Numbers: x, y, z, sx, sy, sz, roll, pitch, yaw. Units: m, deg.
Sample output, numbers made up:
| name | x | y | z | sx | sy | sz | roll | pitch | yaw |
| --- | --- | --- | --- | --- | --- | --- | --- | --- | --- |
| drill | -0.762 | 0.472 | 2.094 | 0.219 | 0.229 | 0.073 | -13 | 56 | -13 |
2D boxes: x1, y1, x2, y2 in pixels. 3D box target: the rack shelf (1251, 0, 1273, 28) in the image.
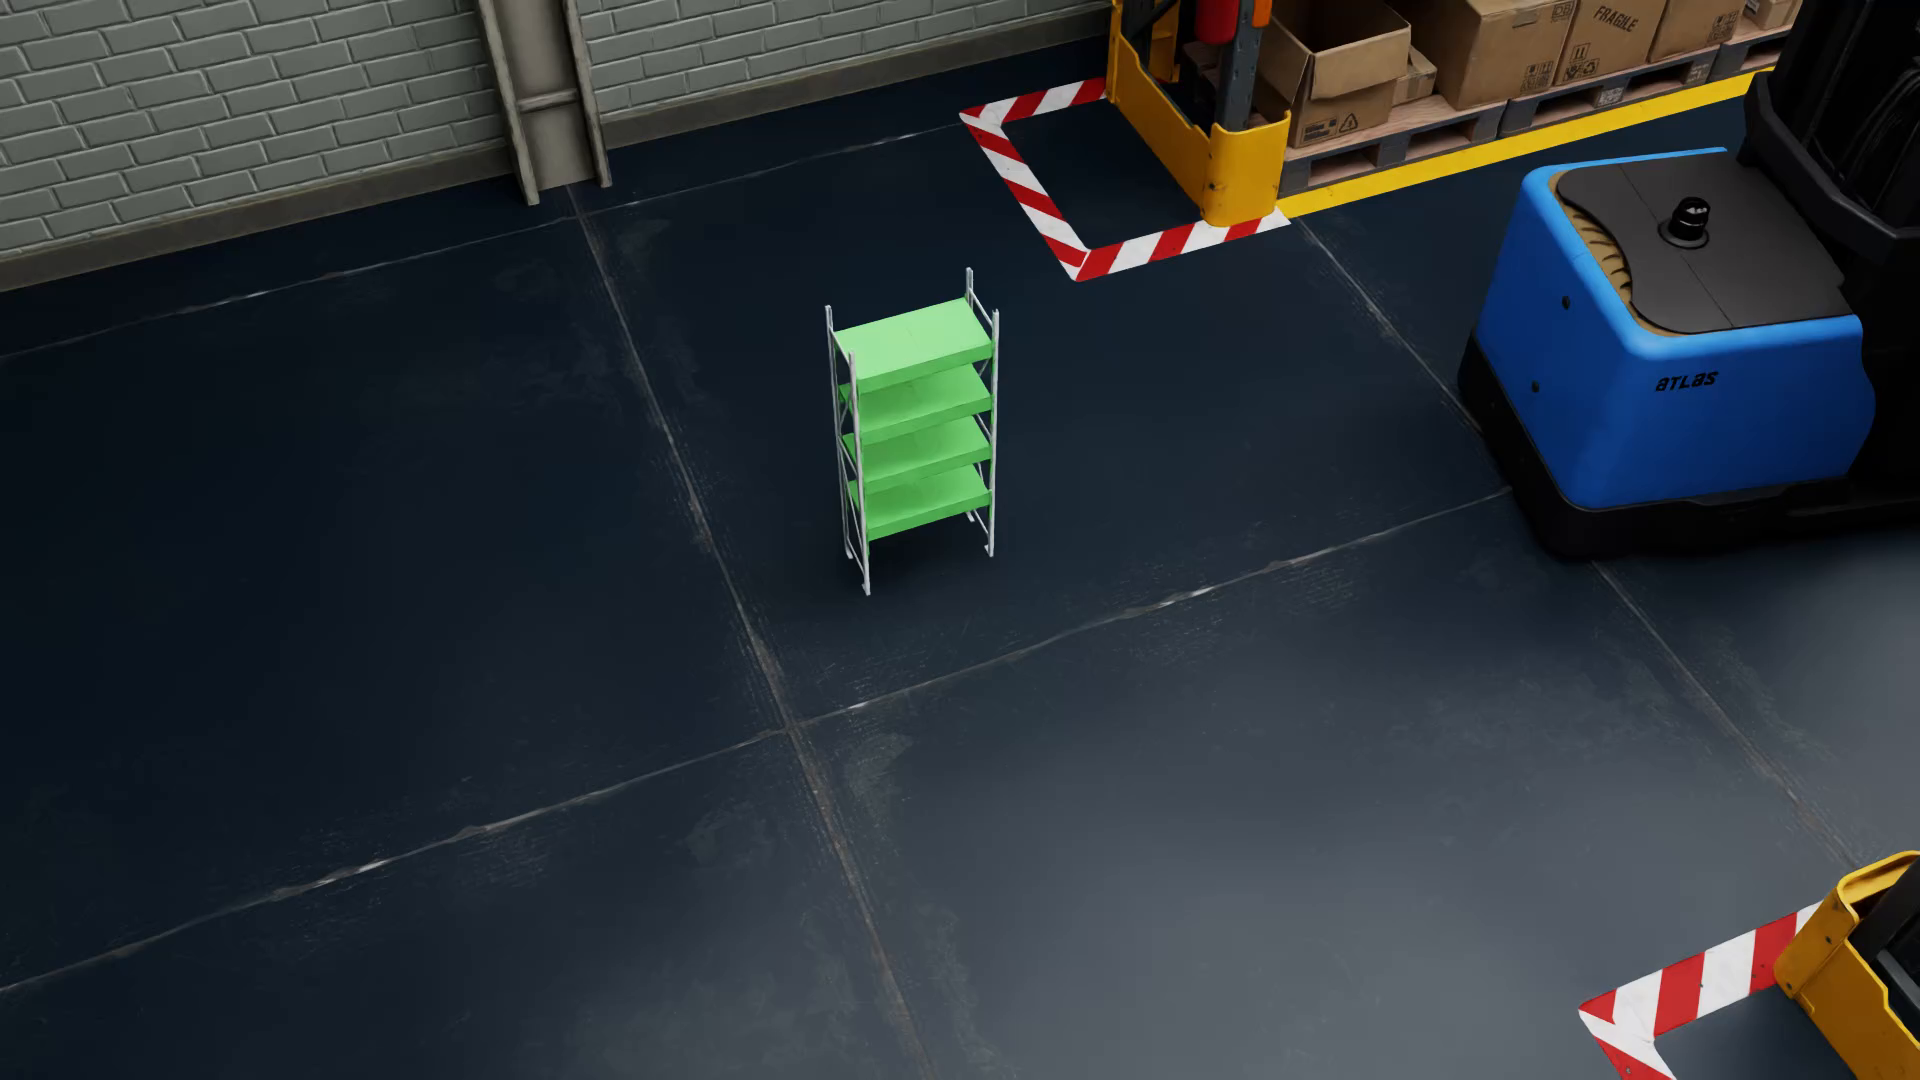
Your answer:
| name | x | y | z | sx | sy | sz | roll | pitch | yaw |
| --- | --- | --- | --- | --- | --- | --- | --- | --- | --- |
| rack shelf | 2.850 | -3.139 | 7.443 | 4.000 | 0.370 | 1.077 | -17 | 52 | -14 |

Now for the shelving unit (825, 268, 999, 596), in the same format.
| name | x | y | z | sx | sy | sz | roll | pitch | yaw |
| --- | --- | --- | --- | --- | --- | --- | --- | --- | --- |
| shelving unit | -0.153 | -0.343 | 5.754 | 0.503 | 1.200 | 0.258 | -17 | 52 | -14 |

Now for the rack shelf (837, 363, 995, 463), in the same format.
| name | x | y | z | sx | sy | sz | roll | pitch | yaw |
| --- | --- | --- | --- | --- | --- | --- | --- | --- | --- |
| rack shelf | -0.153 | -0.458 | 5.620 | 0.480 | 0.148 | 0.258 | -17 | 52 | -14 |

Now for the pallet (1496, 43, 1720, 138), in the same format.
| name | x | y | z | sx | sy | sz | roll | pitch | yaw |
| --- | --- | --- | --- | --- | --- | --- | --- | --- | --- |
| pallet | 2.934 | -2.489 | 8.249 | 1.213 | 0.211 | 1.003 | -17 | 52 | -14 |

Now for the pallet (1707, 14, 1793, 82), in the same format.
| name | x | y | z | sx | sy | sz | roll | pitch | yaw |
| --- | --- | --- | --- | --- | --- | --- | --- | --- | --- |
| pallet | 4.066 | -2.842 | 8.552 | 1.213 | 0.211 | 1.003 | -17 | 52 | -14 |

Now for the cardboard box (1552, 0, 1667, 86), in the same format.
| name | x | y | z | sx | sy | sz | roll | pitch | yaw |
| --- | --- | --- | --- | --- | --- | --- | --- | --- | --- |
| cardboard box | 2.934 | -2.530 | 7.817 | 0.500 | 0.500 | 0.500 | -16 | 51 | -14 |

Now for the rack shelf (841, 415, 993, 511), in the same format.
| name | x | y | z | sx | sy | sz | roll | pitch | yaw |
| --- | --- | --- | --- | --- | --- | --- | --- | --- | --- |
| rack shelf | -0.153 | -0.302 | 5.802 | 0.480 | 0.148 | 0.258 | -17 | 52 | -14 |

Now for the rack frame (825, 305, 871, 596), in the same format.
| name | x | y | z | sx | sy | sz | roll | pitch | yaw |
| --- | --- | --- | --- | --- | --- | --- | --- | --- | --- |
| rack frame | -0.379 | -0.273 | 5.694 | 0.015 | 1.200 | 0.240 | -17 | 52 | -14 |

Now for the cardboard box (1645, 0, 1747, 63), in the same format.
| name | x | y | z | sx | sy | sz | roll | pitch | yaw |
| --- | --- | --- | --- | --- | --- | --- | --- | --- | --- |
| cardboard box | 3.368 | -2.747 | 8.003 | 0.500 | 0.500 | 0.700 | -19 | 52 | -16 |

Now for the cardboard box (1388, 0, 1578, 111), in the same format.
| name | x | y | z | sx | sy | sz | roll | pitch | yaw |
| --- | --- | --- | --- | --- | --- | --- | --- | --- | --- |
| cardboard box | 2.407 | -2.449 | 7.747 | 0.500 | 0.500 | 0.700 | -15 | 51 | -13 |

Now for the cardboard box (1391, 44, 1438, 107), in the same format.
| name | x | y | z | sx | sy | sz | roll | pitch | yaw |
| --- | --- | --- | --- | --- | --- | --- | --- | --- | --- |
| cardboard box | 2.009 | -2.211 | 7.774 | 0.250 | 0.149 | 0.380 | -19 | 52 | -16 |

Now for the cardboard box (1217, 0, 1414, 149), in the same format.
| name | x | y | z | sx | sy | sz | roll | pitch | yaw |
| --- | --- | --- | --- | --- | --- | --- | --- | --- | --- |
| cardboard box | 1.601 | -2.232 | 7.558 | 0.637 | 0.503 | 0.797 | -19 | 52 | -16 |

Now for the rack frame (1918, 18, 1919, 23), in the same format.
| name | x | y | z | sx | sy | sz | roll | pitch | yaw |
| --- | --- | --- | --- | --- | --- | --- | --- | --- | --- |
| rack frame | 4.702 | -3.947 | 7.663 | 0.127 | 3.000 | 1.000 | -17 | 52 | -14 |

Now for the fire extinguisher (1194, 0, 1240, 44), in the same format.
| name | x | y | z | sx | sy | sz | roll | pitch | yaw |
| --- | --- | --- | --- | --- | --- | --- | --- | --- | --- |
| fire extinguisher | 1.037 | -2.286 | 6.533 | 0.183 | 0.674 | 0.296 | -17 | 52 | -14 |

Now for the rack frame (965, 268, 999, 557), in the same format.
| name | x | y | z | sx | sy | sz | roll | pitch | yaw |
| --- | --- | --- | --- | --- | --- | --- | --- | --- | --- |
| rack frame | 0.073 | -0.413 | 5.814 | 0.015 | 1.200 | 0.240 | -17 | 52 | -14 |

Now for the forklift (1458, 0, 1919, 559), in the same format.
| name | x | y | z | sx | sy | sz | roll | pitch | yaw |
| --- | --- | --- | --- | --- | --- | --- | --- | --- | --- |
| forklift | 3.576 | -1.429 | 5.545 | 3.031 | 2.935 | 1.130 | -8 | 50 | -6 |

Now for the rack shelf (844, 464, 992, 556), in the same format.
| name | x | y | z | sx | sy | sz | roll | pitch | yaw |
| --- | --- | --- | --- | --- | --- | --- | --- | --- | --- |
| rack shelf | -0.153 | -0.145 | 5.985 | 0.480 | 0.148 | 0.258 | -17 | 52 | -14 |

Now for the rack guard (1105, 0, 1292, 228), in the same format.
| name | x | y | z | sx | sy | sz | roll | pitch | yaw |
| --- | --- | --- | --- | --- | --- | --- | --- | --- | --- |
| rack guard | 1.069 | -2.007 | 7.644 | 0.348 | 0.500 | 1.175 | -17 | 52 | -14 |

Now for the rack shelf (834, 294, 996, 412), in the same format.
| name | x | y | z | sx | sy | sz | roll | pitch | yaw |
| --- | --- | --- | --- | --- | --- | --- | --- | --- | --- |
| rack shelf | -0.153 | -0.614 | 5.438 | 0.480 | 0.148 | 0.258 | -17 | 52 | -14 |

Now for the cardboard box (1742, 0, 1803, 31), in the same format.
| name | x | y | z | sx | sy | sz | roll | pitch | yaw |
| --- | --- | --- | --- | --- | --- | --- | --- | --- | --- |
| cardboard box | 3.967 | -2.725 | 8.138 | 0.258 | 0.266 | 0.396 | -16 | 51 | -13 |

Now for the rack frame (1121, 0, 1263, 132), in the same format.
| name | x | y | z | sx | sy | sz | roll | pitch | yaw |
| --- | --- | --- | --- | --- | --- | --- | --- | --- | --- |
| rack frame | 0.999 | -2.800 | 6.677 | 0.127 | 3.000 | 1.000 | -17 | 52 | -14 |

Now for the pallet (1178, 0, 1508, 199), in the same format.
| name | x | y | z | sx | sy | sz | roll | pitch | yaw |
| --- | --- | --- | --- | --- | --- | --- | --- | --- | --- |
| pallet | 1.807 | -2.142 | 7.951 | 1.213 | 0.211 | 1.003 | -17 | 52 | -14 |

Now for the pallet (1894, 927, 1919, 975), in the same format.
| name | x | y | z | sx | sy | sz | roll | pitch | yaw |
| --- | --- | --- | --- | --- | --- | --- | --- | --- | --- |
| pallet | 3.590 | 1.309 | 4.986 | 1.213 | 0.211 | 1.003 | -17 | 52 | -14 |

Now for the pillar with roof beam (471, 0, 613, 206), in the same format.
| name | x | y | z | sx | sy | sz | roll | pitch | yaw |
| --- | --- | --- | --- | --- | --- | --- | --- | --- | --- |
| pillar with roof beam | -0.210 | -1.590 | 1.684 | 0.400 | 9.000 | 9.100 | -17 | 52 | -14 |

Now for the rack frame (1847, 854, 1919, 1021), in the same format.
| name | x | y | z | sx | sy | sz | roll | pitch | yaw |
| --- | --- | --- | --- | --- | --- | --- | --- | --- | --- |
| rack frame | 2.879 | 0.685 | 3.684 | 0.127 | 3.000 | 1.000 | -17 | 52 | -14 |

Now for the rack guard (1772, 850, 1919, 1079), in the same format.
| name | x | y | z | sx | sy | sz | roll | pitch | yaw |
| --- | --- | --- | --- | --- | --- | --- | --- | --- | --- |
| rack guard | 2.857 | 1.506 | 4.627 | 0.348 | 0.500 | 1.175 | -17 | 52 | -14 |
